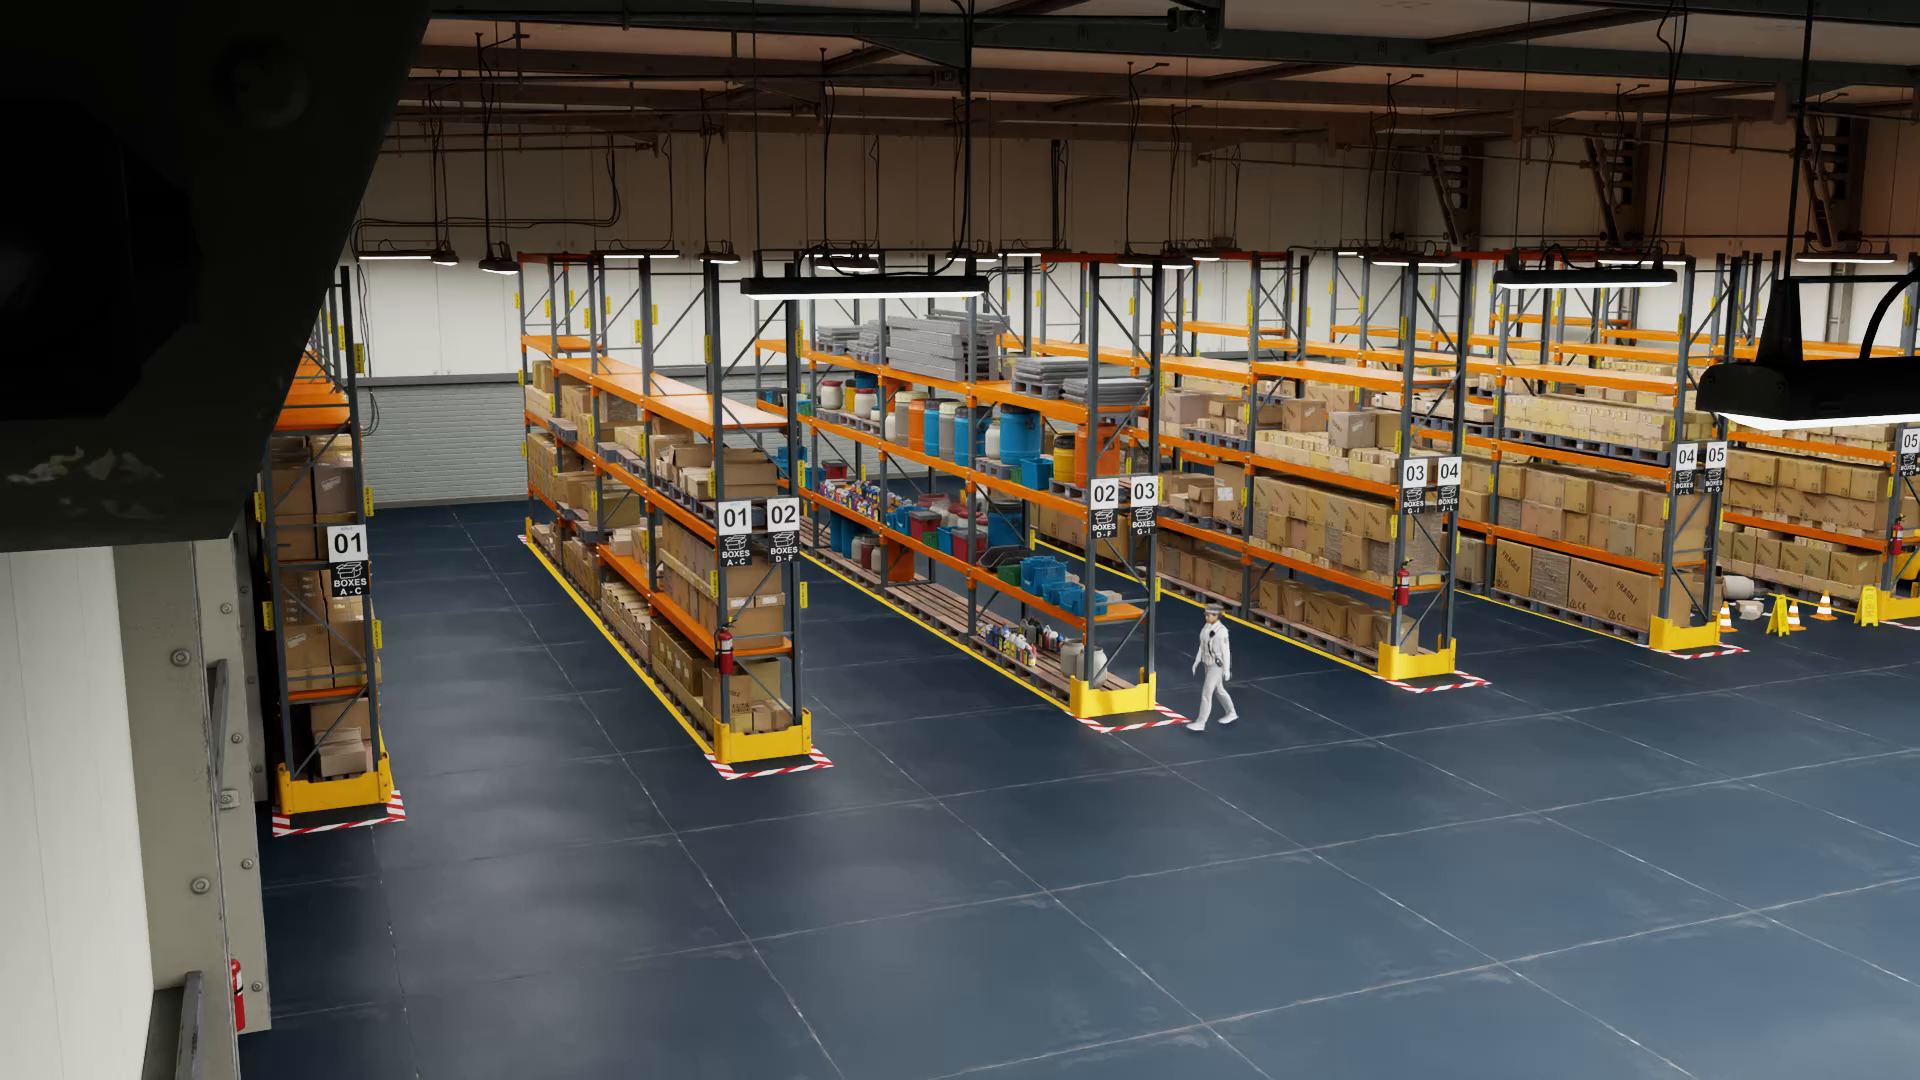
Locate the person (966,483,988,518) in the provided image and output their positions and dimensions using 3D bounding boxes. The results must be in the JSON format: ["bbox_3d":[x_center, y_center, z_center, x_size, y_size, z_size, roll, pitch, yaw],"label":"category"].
[{"bbox_3d":[0.390,-0.911,34.925,0.561,1.723,0.438,-4,11,-22],"label":"person"}]

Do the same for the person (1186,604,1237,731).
[{"bbox_3d":[3.269,1.627,21.608,0.840,1.642,0.486,-3,11,-16],"label":"person"}]

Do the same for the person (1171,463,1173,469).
[{"bbox_3d":[4.575,-0.985,35.820,0.409,1.467,0.867,-4,11,-22],"label":"person"}]

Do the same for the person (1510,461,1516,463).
[{"bbox_3d":[11.317,-0.712,33.954,0.461,1.776,0.572,-8,13,-38],"label":"person"}]
